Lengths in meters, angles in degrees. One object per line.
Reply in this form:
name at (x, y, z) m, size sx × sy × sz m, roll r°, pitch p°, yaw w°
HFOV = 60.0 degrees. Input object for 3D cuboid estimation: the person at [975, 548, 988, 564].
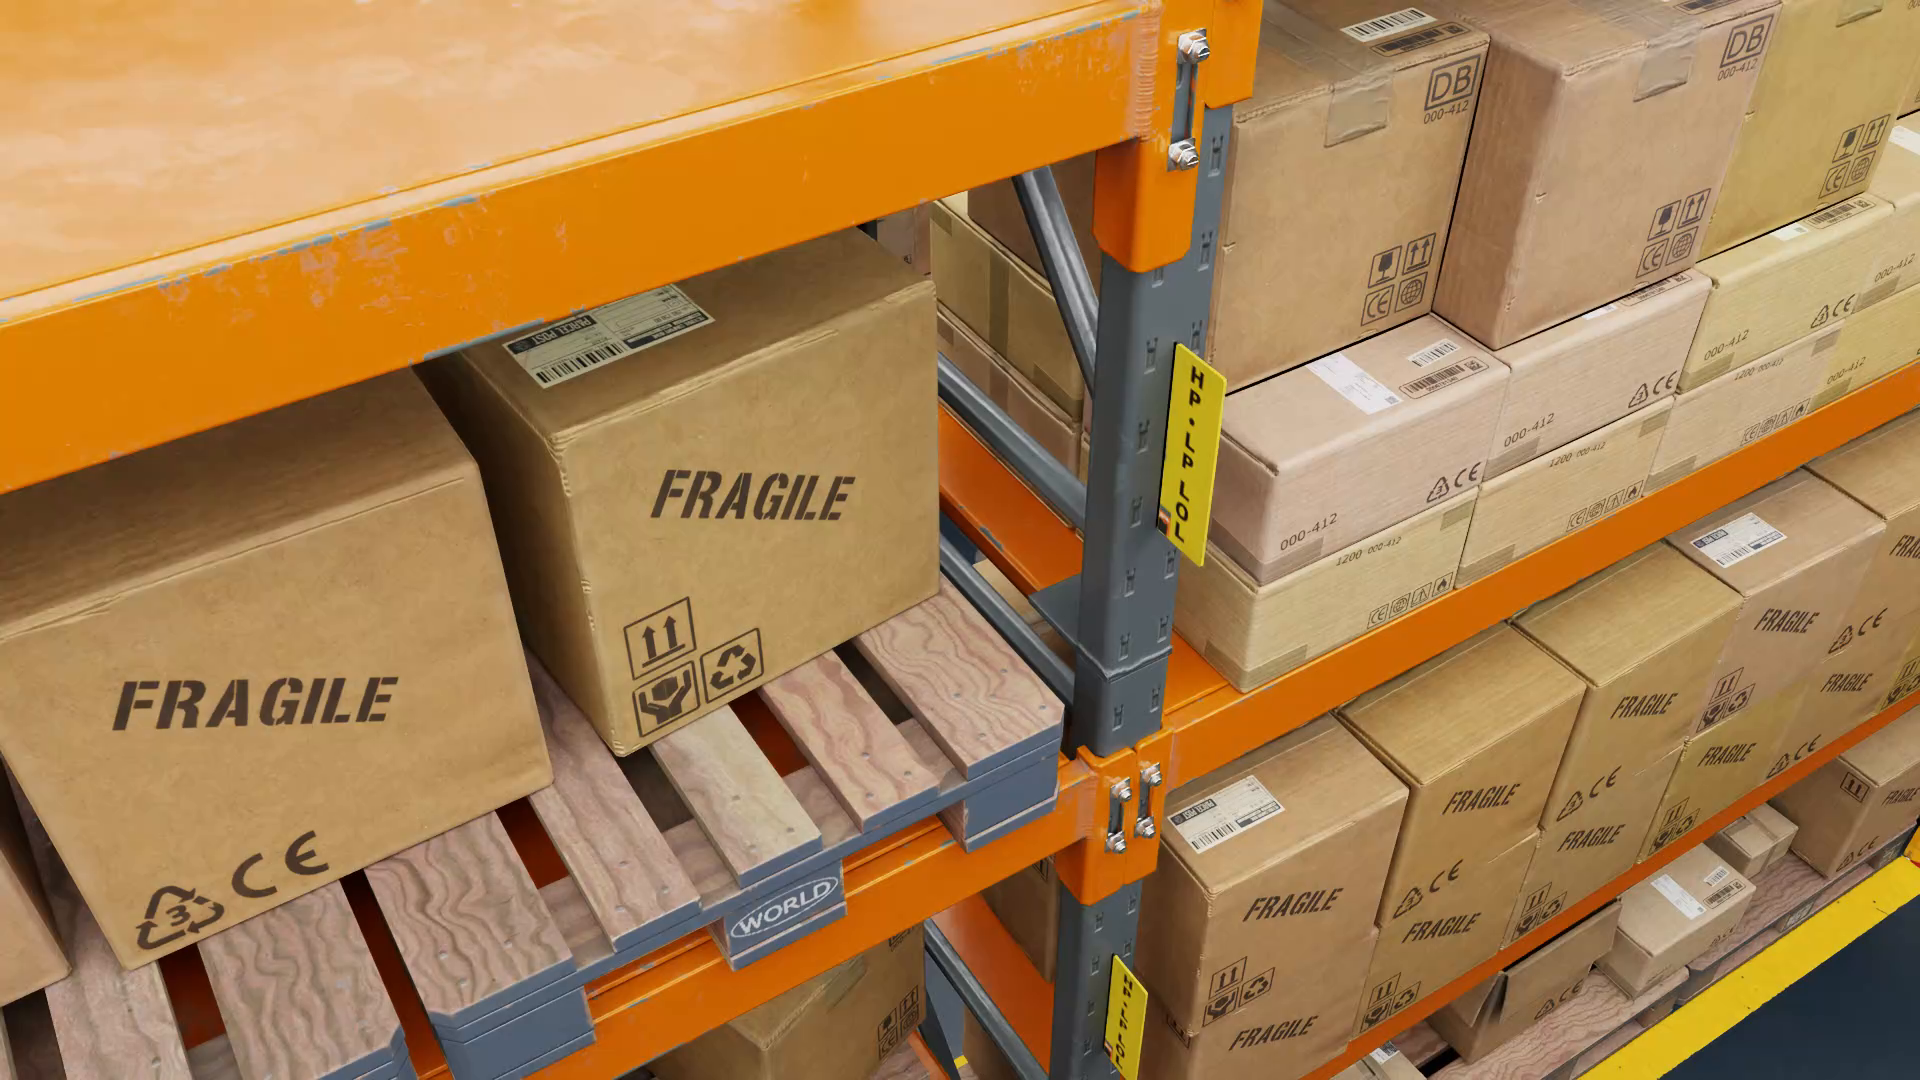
person at (0.407, -0.328, 6.828) m, size 0.892 × 1.284 × 0.417 m, roll -24°, pitch 47°, yaw -25°
